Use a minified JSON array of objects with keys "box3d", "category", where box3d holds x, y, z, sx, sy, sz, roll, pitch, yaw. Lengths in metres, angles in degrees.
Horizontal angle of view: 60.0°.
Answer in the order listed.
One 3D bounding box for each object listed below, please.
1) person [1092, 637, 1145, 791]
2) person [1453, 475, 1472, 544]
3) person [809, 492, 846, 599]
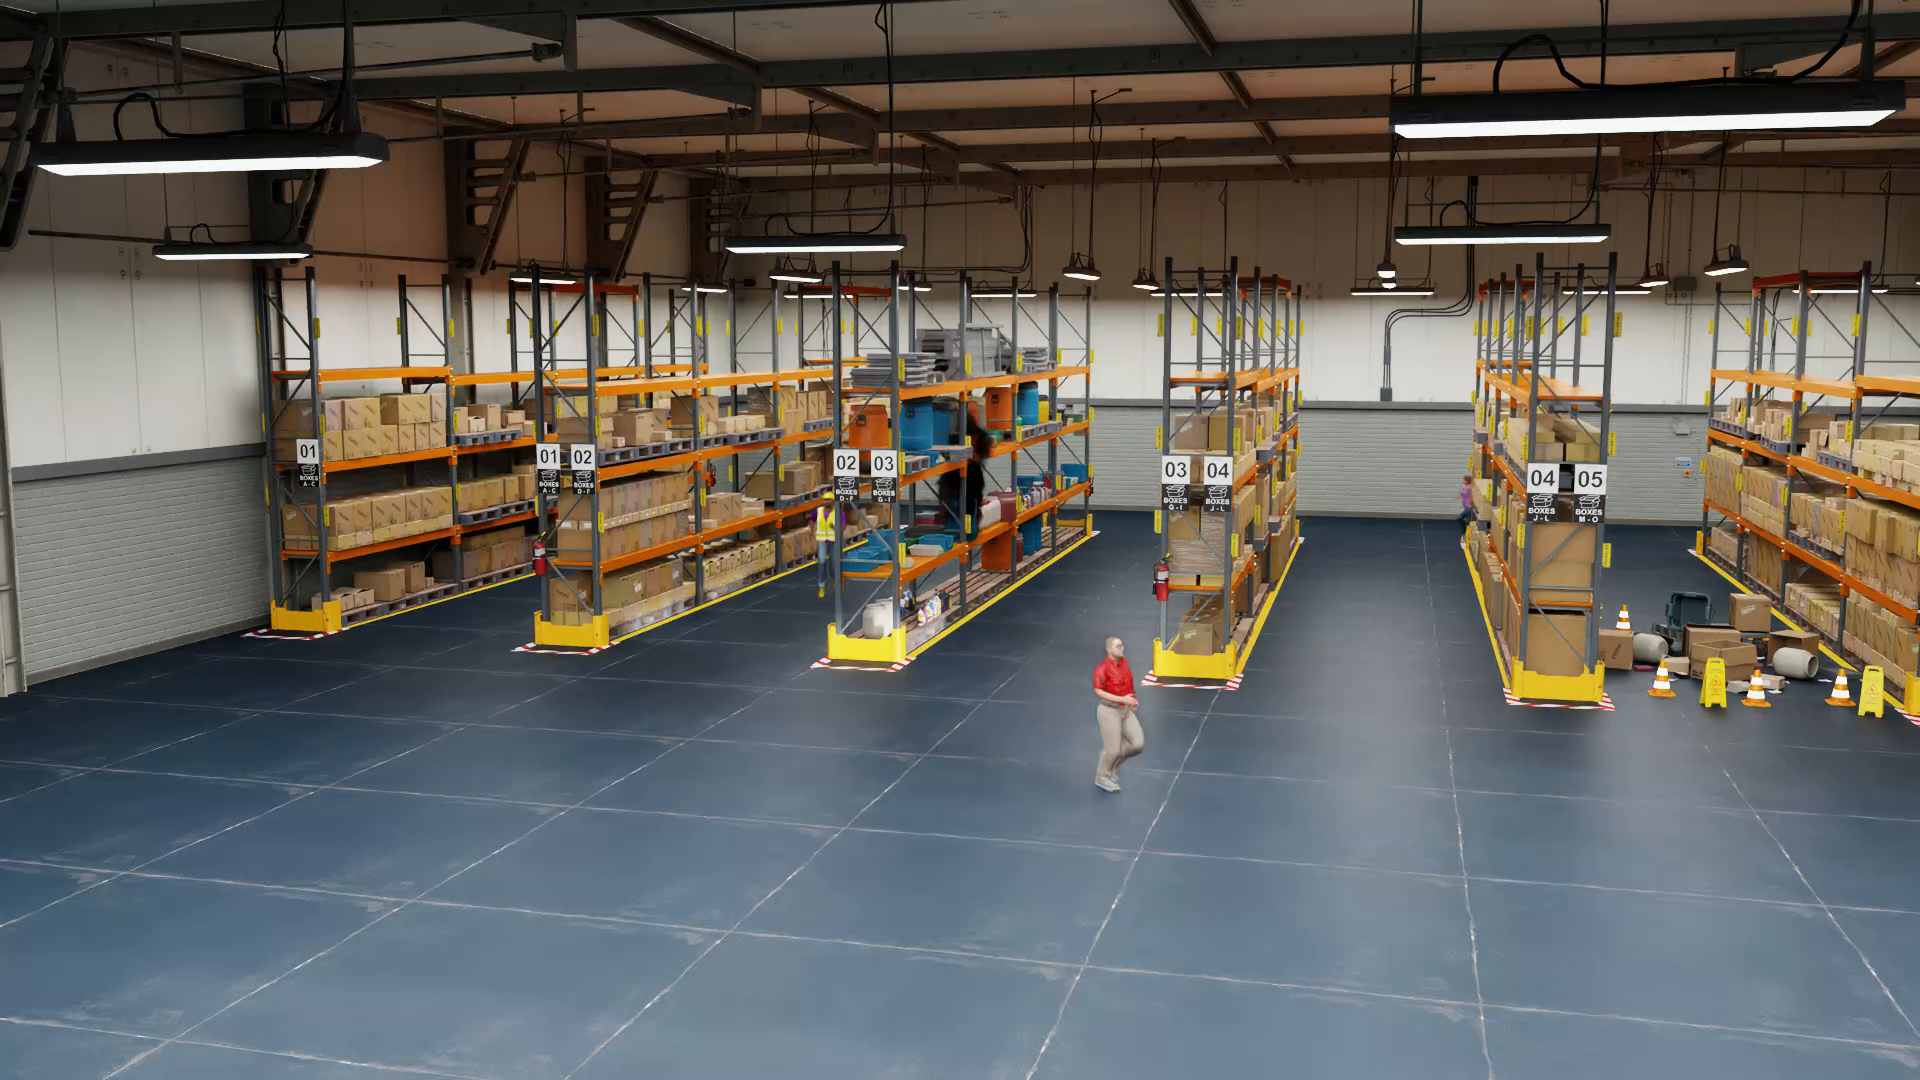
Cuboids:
[{"box3d":[1.733,1.887,18.013,0.602,1.687,0.652,7,10,44],"category":"person"},{"box3d":[11.963,-0.728,39.043,0.744,1.611,0.565,0,7,-1],"category":"person"},{"box3d":[-2.367,0.086,29.768,0.678,1.890,0.741,0,7,0],"category":"person"}]
